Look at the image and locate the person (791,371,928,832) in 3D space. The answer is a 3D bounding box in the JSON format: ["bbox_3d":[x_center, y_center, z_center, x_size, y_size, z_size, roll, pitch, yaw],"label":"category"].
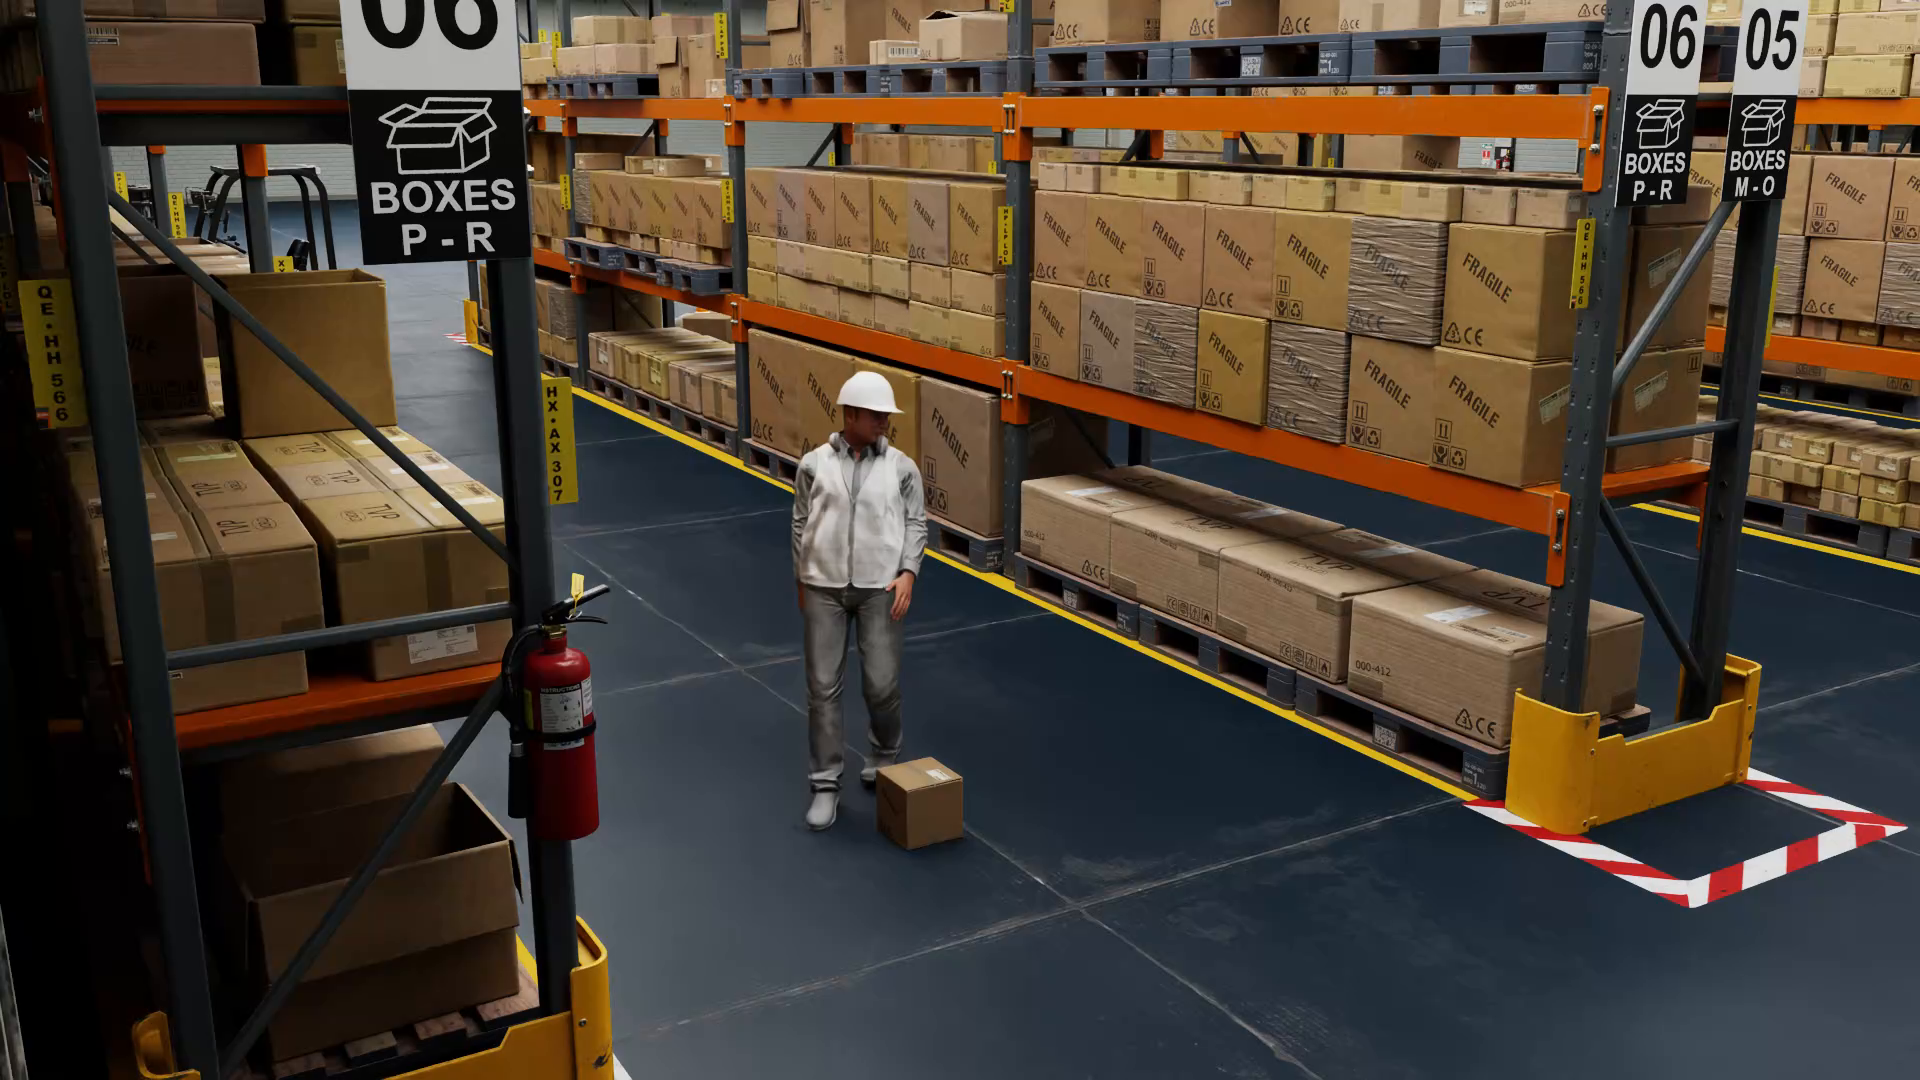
[{"bbox_3d":[-0.417,0.226,6.686,0.568,1.729,0.779,0,15,1],"label":"person"}]
